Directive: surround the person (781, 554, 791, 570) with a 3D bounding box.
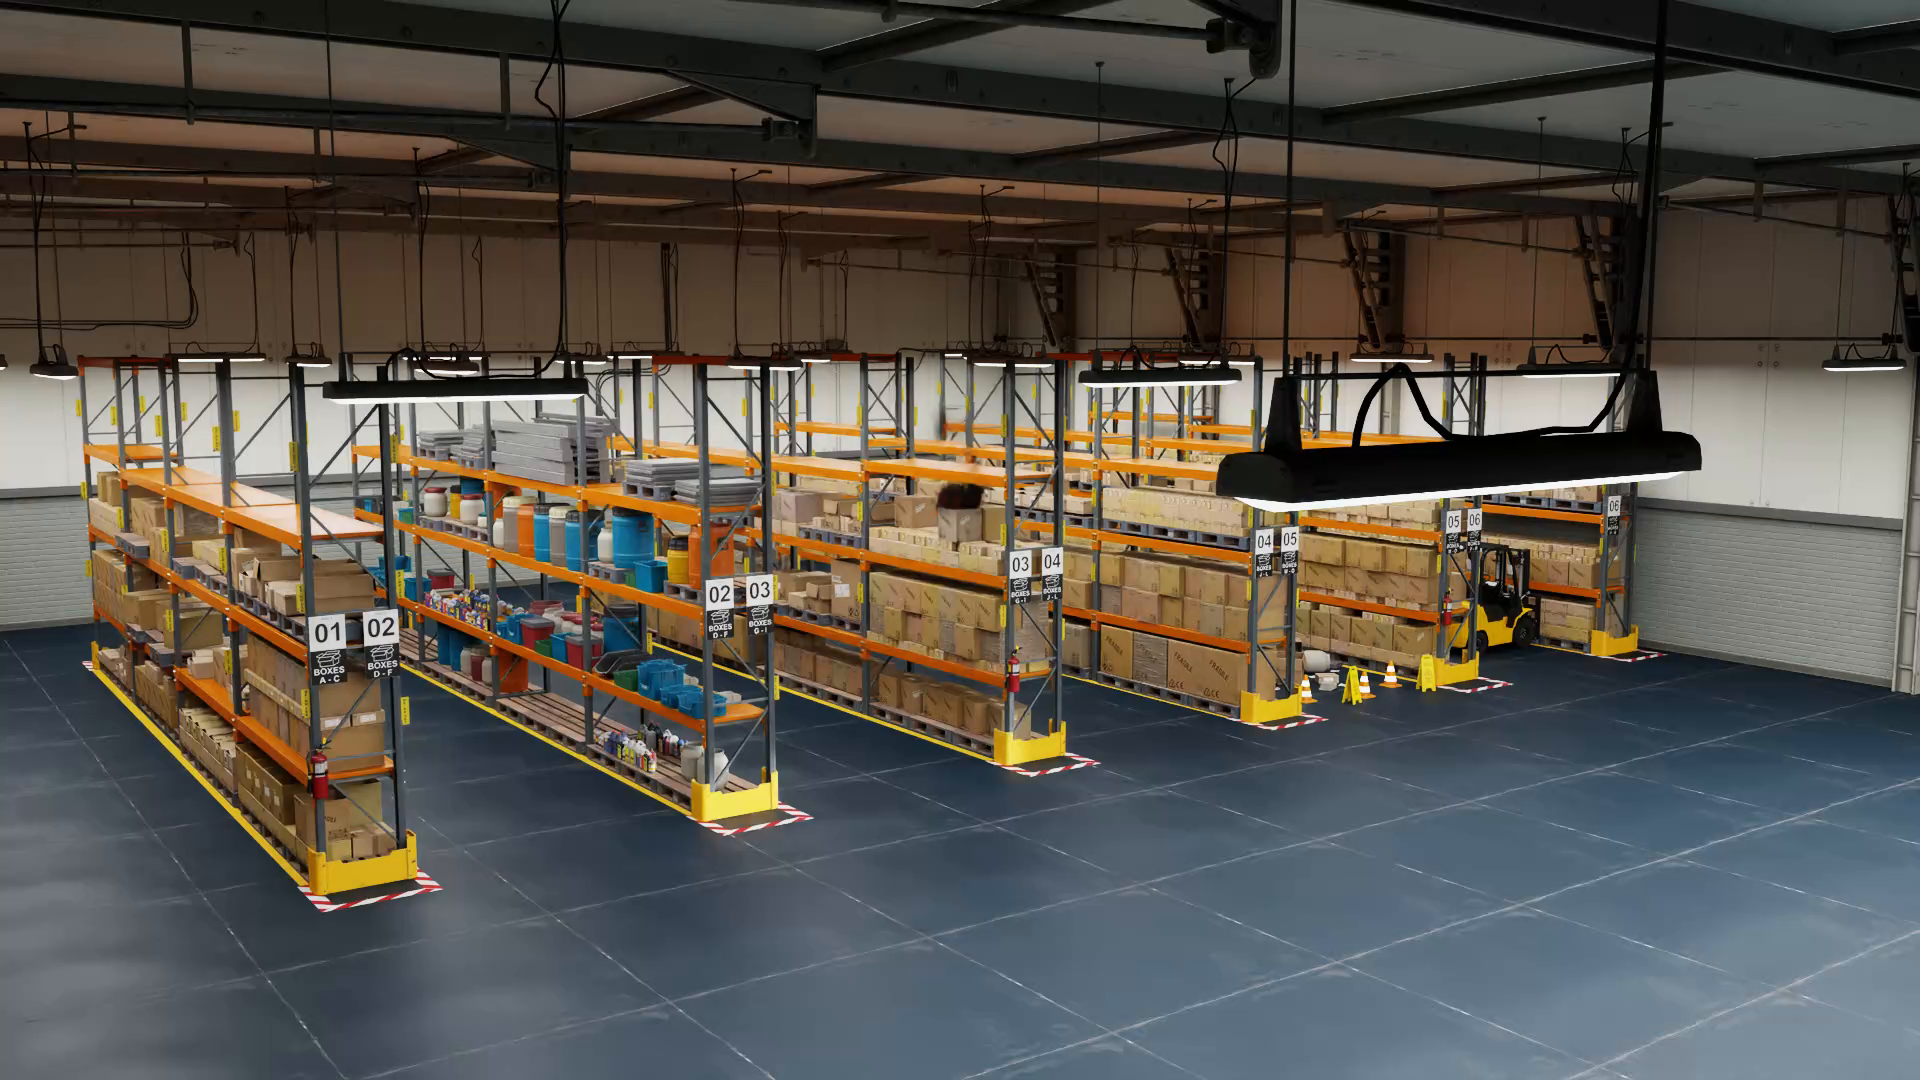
[{"bbox_3d":[-4.275,0.430,41.885,0.664,1.685,0.598,6,9,42],"label":"person"}]
